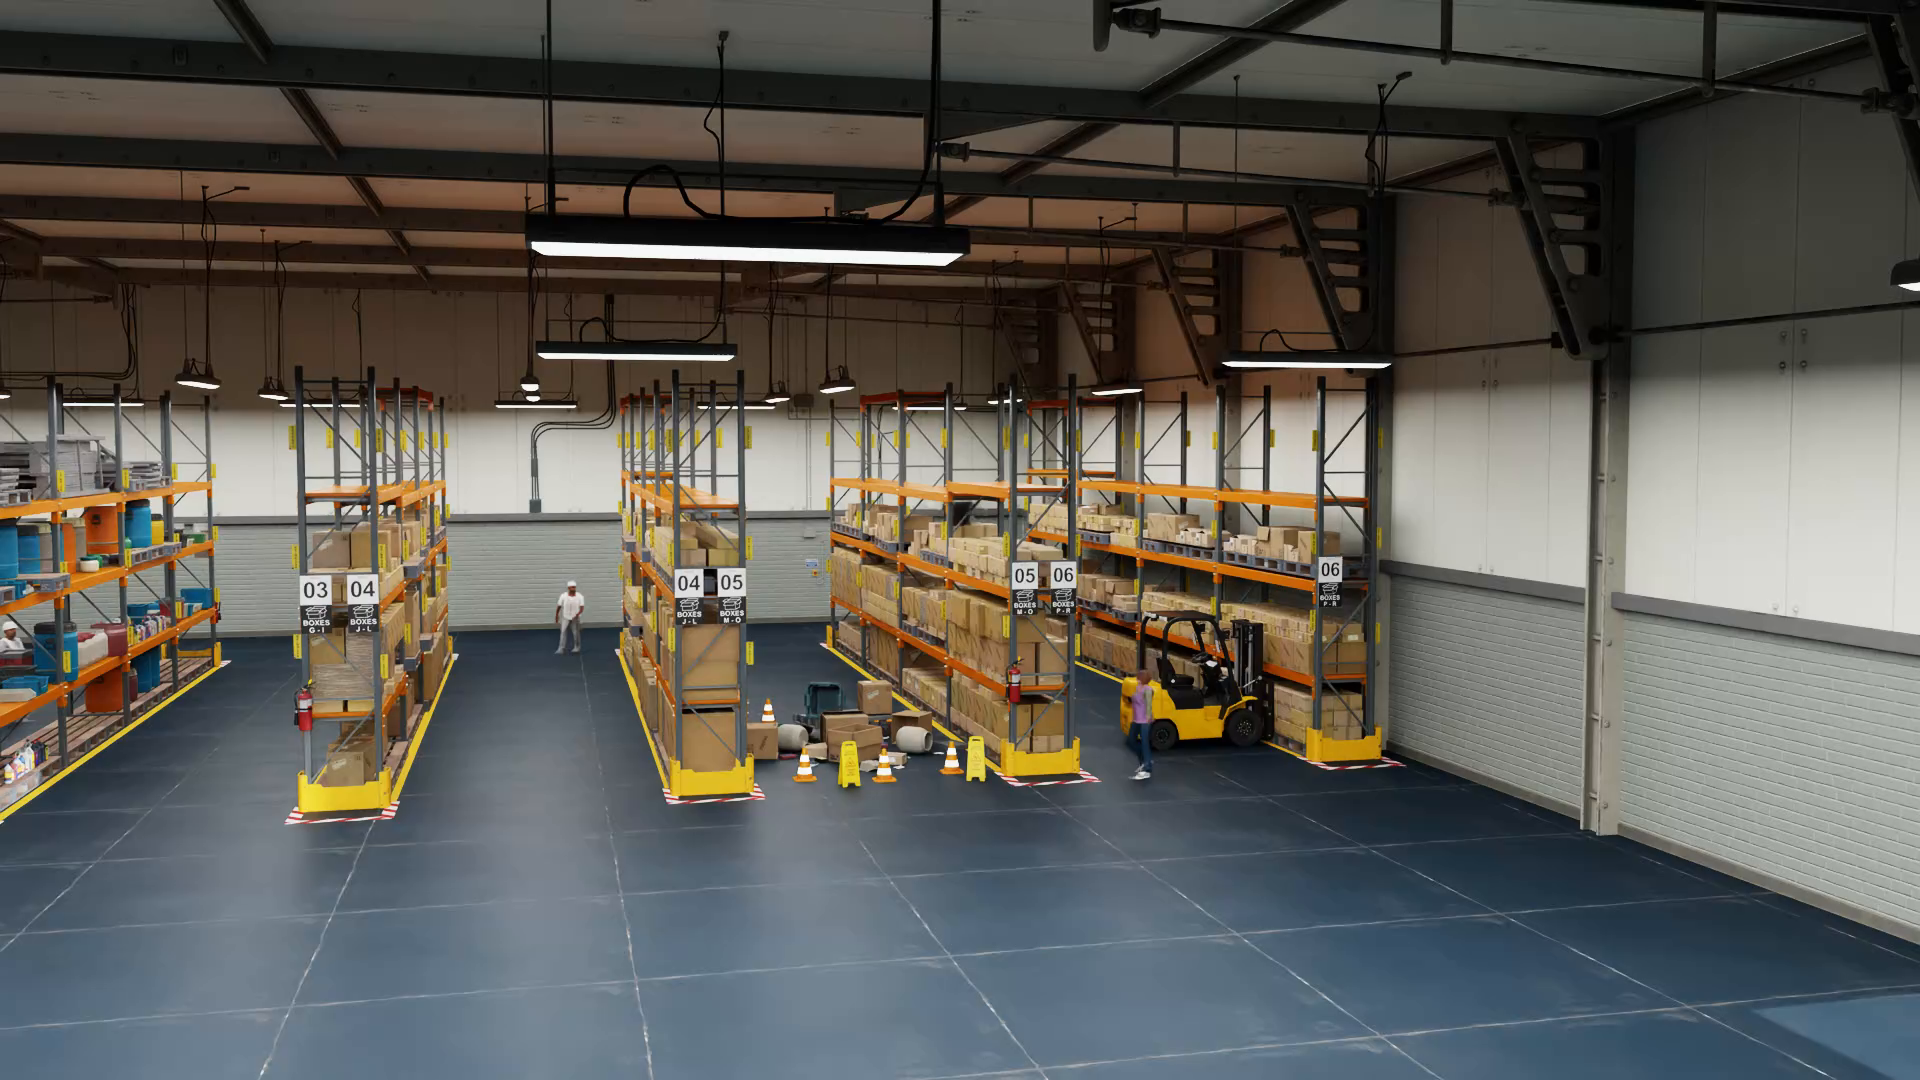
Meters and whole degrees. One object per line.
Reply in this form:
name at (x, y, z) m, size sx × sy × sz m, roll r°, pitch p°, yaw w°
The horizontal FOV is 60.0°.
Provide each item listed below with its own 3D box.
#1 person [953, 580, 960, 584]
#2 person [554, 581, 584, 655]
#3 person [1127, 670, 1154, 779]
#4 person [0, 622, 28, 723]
person at (-0.197, 1.652, 41.033) m, size 0.571 × 1.803 × 0.388 m, roll 3°, pitch 4°, yaw 38°
person at (-9.150, 1.807, 38.767) m, size 0.754 × 1.700 × 1.056 m, roll 1°, pitch 3°, yaw 10°
person at (2.706, 2.719, 24.704) m, size 0.400 × 1.609 × 0.444 m, roll -1°, pitch 4°, yaw -22°
person at (-16.842, 2.342, 29.614) m, size 0.465 × 1.793 × 0.580 m, roll -1°, pitch 4°, yaw -16°
